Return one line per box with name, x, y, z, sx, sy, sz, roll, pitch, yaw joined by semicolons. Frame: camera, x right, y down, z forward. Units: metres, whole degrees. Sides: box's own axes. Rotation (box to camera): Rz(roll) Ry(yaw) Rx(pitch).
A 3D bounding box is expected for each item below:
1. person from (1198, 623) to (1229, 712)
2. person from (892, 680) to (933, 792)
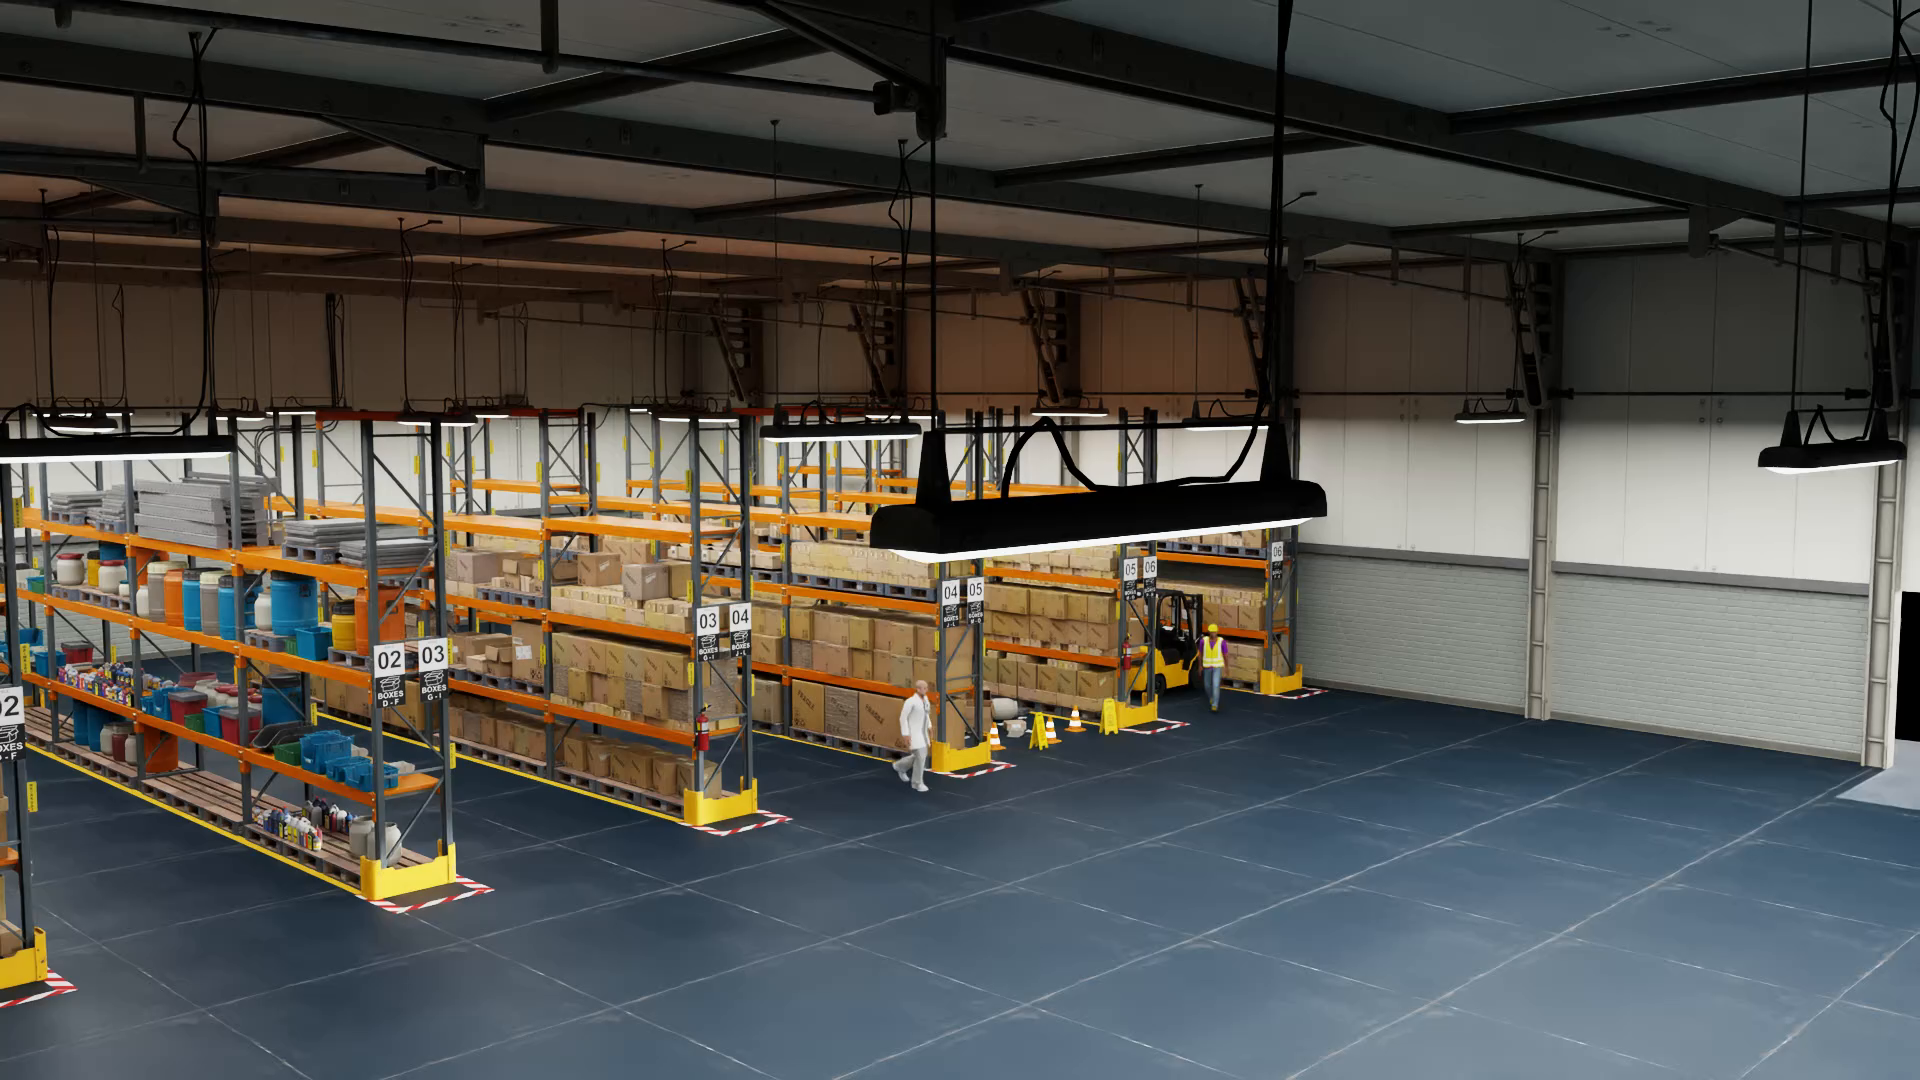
person;5.065;2.530;33.203;0.609;1.751;0.884;2;5;22
person;-0.778;3.105;26.649;0.768;1.759;0.665;3;6;27
